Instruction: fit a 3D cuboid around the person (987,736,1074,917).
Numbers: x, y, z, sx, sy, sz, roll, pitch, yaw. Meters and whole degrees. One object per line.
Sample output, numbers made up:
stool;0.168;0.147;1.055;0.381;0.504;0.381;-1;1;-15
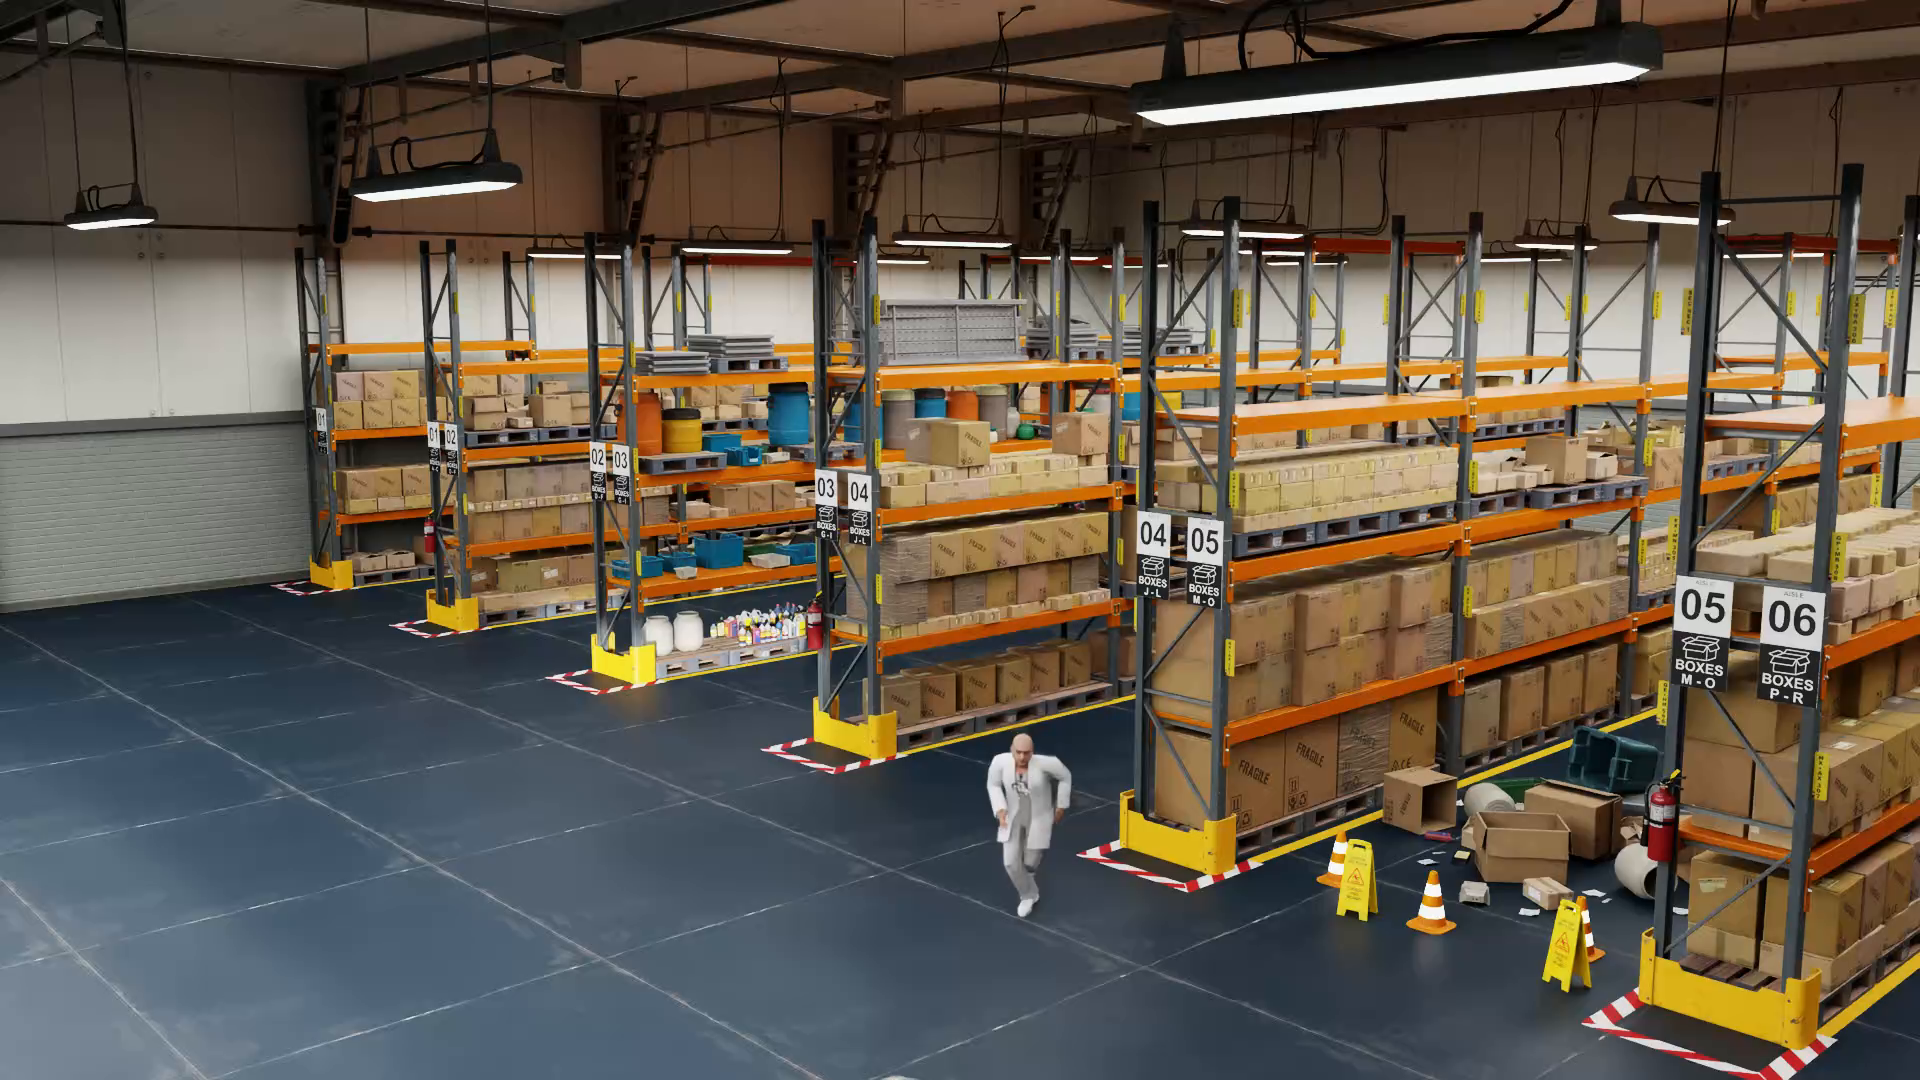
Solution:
person;0.594;2.360;13.911;0.714;1.627;0.922;1;9;10
